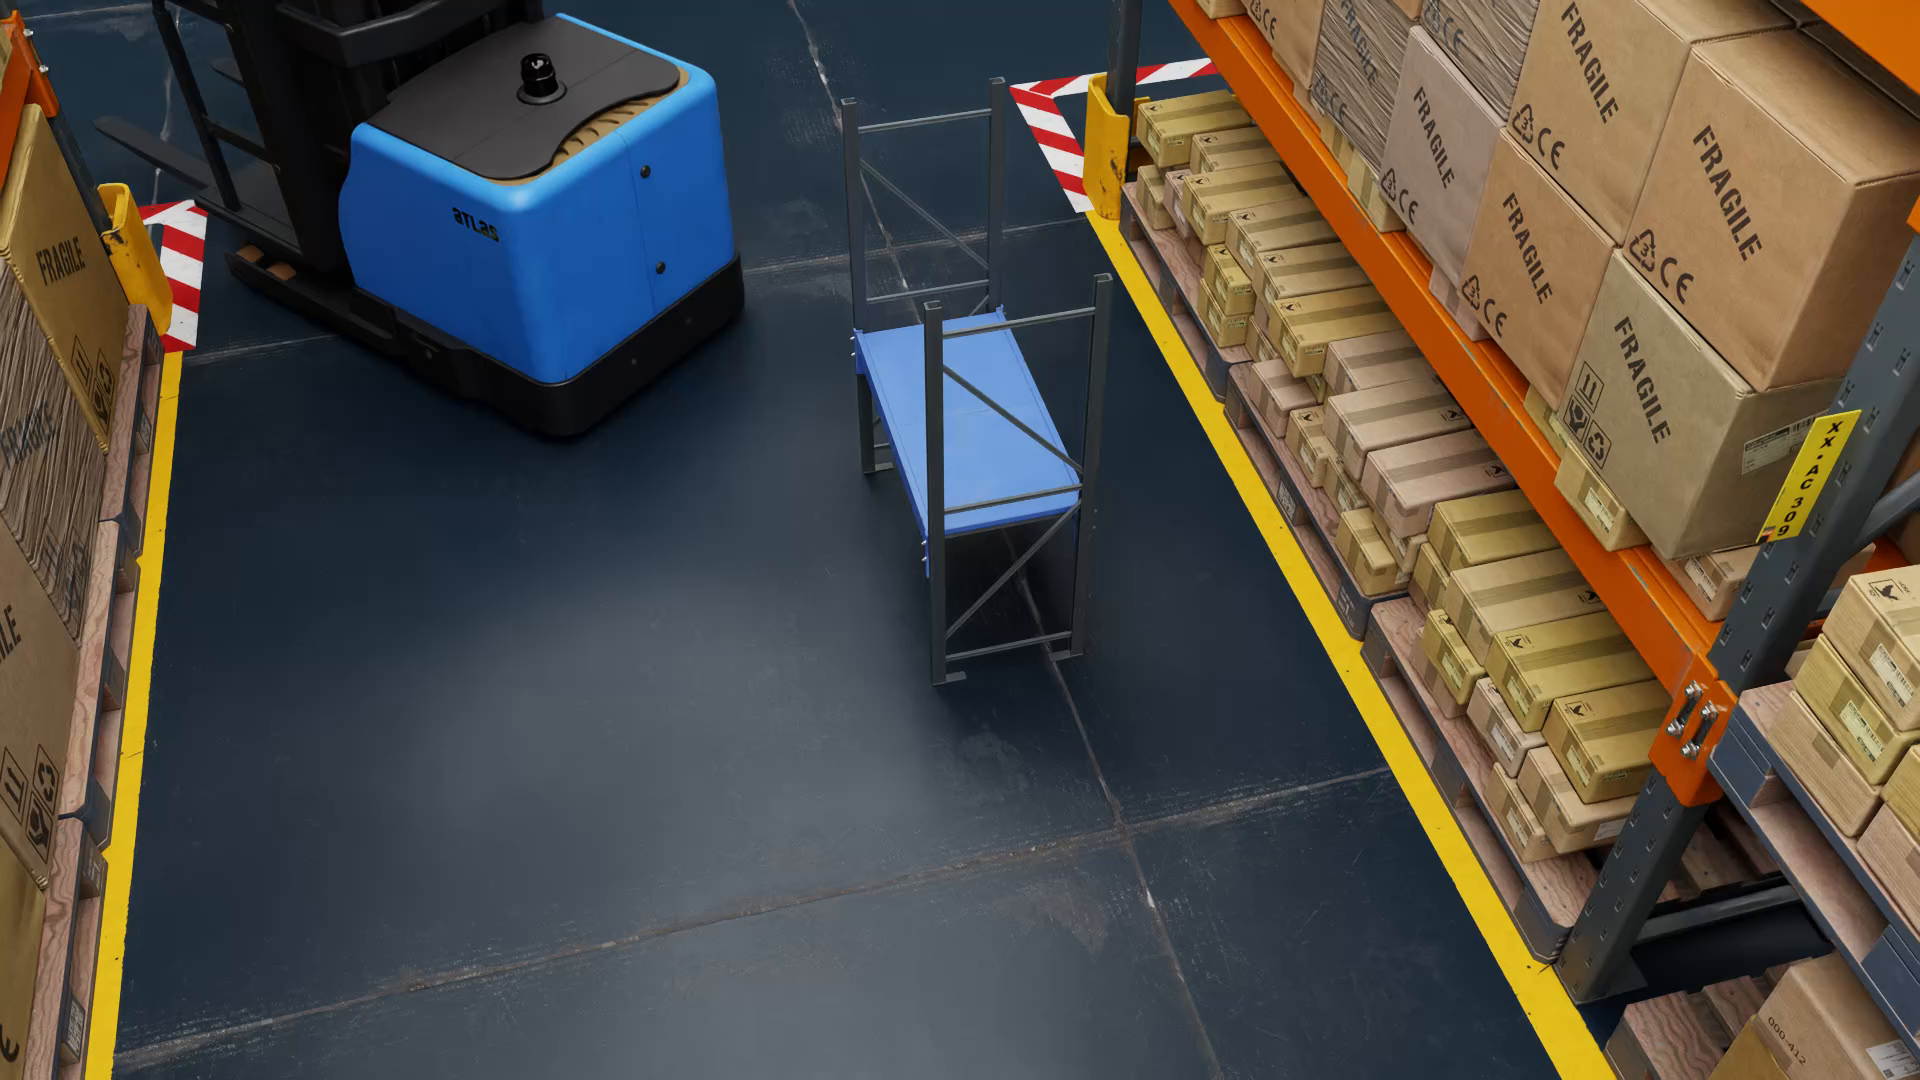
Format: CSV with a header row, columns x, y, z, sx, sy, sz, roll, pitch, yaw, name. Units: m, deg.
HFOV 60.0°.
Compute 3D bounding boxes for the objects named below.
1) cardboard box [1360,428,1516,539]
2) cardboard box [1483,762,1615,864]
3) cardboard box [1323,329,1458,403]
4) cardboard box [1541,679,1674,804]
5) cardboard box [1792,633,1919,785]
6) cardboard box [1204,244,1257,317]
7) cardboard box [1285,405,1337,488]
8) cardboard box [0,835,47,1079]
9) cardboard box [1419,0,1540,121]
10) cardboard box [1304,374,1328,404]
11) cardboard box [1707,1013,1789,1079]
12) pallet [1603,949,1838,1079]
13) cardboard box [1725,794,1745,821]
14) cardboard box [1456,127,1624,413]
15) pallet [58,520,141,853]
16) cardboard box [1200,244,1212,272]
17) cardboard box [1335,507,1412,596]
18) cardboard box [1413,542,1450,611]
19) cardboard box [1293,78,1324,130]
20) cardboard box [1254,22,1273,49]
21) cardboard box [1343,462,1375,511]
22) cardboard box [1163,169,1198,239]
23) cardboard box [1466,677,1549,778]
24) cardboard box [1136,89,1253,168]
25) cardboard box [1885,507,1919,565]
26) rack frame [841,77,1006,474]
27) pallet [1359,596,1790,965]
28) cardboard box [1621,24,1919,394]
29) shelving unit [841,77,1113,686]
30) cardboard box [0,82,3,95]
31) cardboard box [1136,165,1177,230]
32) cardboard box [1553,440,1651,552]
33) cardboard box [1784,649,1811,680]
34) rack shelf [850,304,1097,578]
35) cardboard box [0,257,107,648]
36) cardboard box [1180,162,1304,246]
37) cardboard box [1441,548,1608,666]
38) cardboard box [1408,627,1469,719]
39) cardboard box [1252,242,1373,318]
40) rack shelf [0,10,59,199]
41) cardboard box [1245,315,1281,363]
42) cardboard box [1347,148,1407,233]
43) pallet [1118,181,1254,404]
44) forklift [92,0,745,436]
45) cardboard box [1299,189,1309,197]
x,y,z,sx,sy,sz,roll,pitch,yaw,name
1.467,-0.176,5.108,0.380,0.149,0.250,-13,47,-12,cardboard box
1.704,0.725,4.642,0.380,0.149,0.250,-10,46,-10,cardboard box
1.428,-0.552,5.476,0.380,0.149,0.250,-11,47,-10,cardboard box
1.791,0.527,4.419,0.380,0.149,0.250,-9,46,-9,cardboard box
1.789,0.275,3.054,0.380,0.149,0.250,-10,46,-10,cardboard box
1.120,-0.975,6.099,0.380,0.149,0.250,-9,46,-9,cardboard box
1.343,-0.343,5.688,0.380,0.149,0.250,-11,47,-10,cardboard box
-2.779,1.046,3.818,0.875,0.875,0.875,-11,47,-10,cardboard box
1.497,-1.394,4.037,0.500,0.500,0.500,-10,46,-9,cardboard box
1.389,-0.629,5.760,0.380,0.149,0.250,-9,46,-8,cardboard box
2.066,1.369,3.764,0.500,0.500,0.500,-9,46,-9,cardboard box
2.334,1.596,4.038,1.003,0.211,1.213,-11,47,-10,pallet
2.351,0.623,4.741,0.380,0.149,0.250,-13,47,-12,cardboard box
1.605,-0.698,4.055,0.500,0.500,0.500,-12,47,-11,cardboard box
-3.122,0.512,5.100,1.003,0.211,1.213,-11,47,-10,pallet
1.150,-1.072,6.403,0.380,0.149,0.250,-10,46,-10,cardboard box
1.438,0.010,5.342,0.380,0.149,0.250,-11,47,-10,cardboard box
1.609,0.112,5.033,0.380,0.149,0.250,-10,46,-10,cardboard box
1.278,-1.423,5.220,0.380,0.149,0.250,-12,47,-11,cardboard box
1.196,-1.790,5.580,0.380,0.149,0.250,-9,46,-8,cardboard box
1.476,-0.249,5.387,0.380,0.149,0.250,-13,47,-12,cardboard box
1.011,-1.324,6.442,0.380,0.149,0.250,-11,47,-11,cardboard box
1.664,0.485,4.668,0.380,0.149,0.250,-13,47,-12,cardboard box
0.915,-1.613,6.516,0.380,0.149,0.250,-13,47,-12,cardboard box
2.377,-0.085,3.909,0.380,0.149,0.250,-9,46,-9,cardboard box
-0.108,-0.817,5.501,0.500,1.500,0.032,-11,47,-10,rack frame
1.927,0.601,5.013,1.003,0.211,1.213,-11,47,-10,pallet
1.751,-0.682,3.340,0.500,0.500,0.500,-12,47,-12,cardboard box
0.022,-0.466,5.157,0.538,1.500,1.048,-11,47,-10,shelving unit
-3.234,-1.389,5.187,0.380,0.149,0.250,-10,46,-10,cardboard box
0.934,-1.408,6.732,0.380,0.149,0.250,-10,46,-10,cardboard box
1.663,-0.142,3.965,0.380,0.149,0.250,-12,47,-11,cardboard box
2.245,0.449,4.495,0.380,0.149,0.250,-9,46,-9,cardboard box
0.022,-0.340,5.285,0.538,0.185,1.000,-11,47,-10,rack shelf
-3.237,-0.190,5.030,0.875,0.875,0.875,-11,47,-10,cardboard box
1.042,-1.247,6.157,0.380,0.149,0.250,-11,47,-10,cardboard box
1.616,0.187,4.752,0.380,0.149,0.250,-11,47,-11,cardboard box
1.588,0.359,5.000,0.380,0.149,0.250,-12,47,-12,cardboard box
1.248,-0.898,5.815,0.380,0.149,0.250,-9,46,-9,cardboard box
-3.199,-0.210,4.359,1.077,0.370,4.000,-11,47,-10,rack shelf
1.267,-0.717,6.055,0.380,0.149,0.250,-11,47,-10,cardboard box
1.364,-1.050,4.855,0.380,0.149,0.250,-10,46,-10,cardboard box
1.302,-1.083,6.664,1.003,0.211,1.213,-11,47,-10,pallet
-2.344,-2.252,5.905,3.031,2.935,1.130,27,51,24,forklift
1.535,-1.430,6.545,0.380,0.149,0.250,-12,47,-11,cardboard box
